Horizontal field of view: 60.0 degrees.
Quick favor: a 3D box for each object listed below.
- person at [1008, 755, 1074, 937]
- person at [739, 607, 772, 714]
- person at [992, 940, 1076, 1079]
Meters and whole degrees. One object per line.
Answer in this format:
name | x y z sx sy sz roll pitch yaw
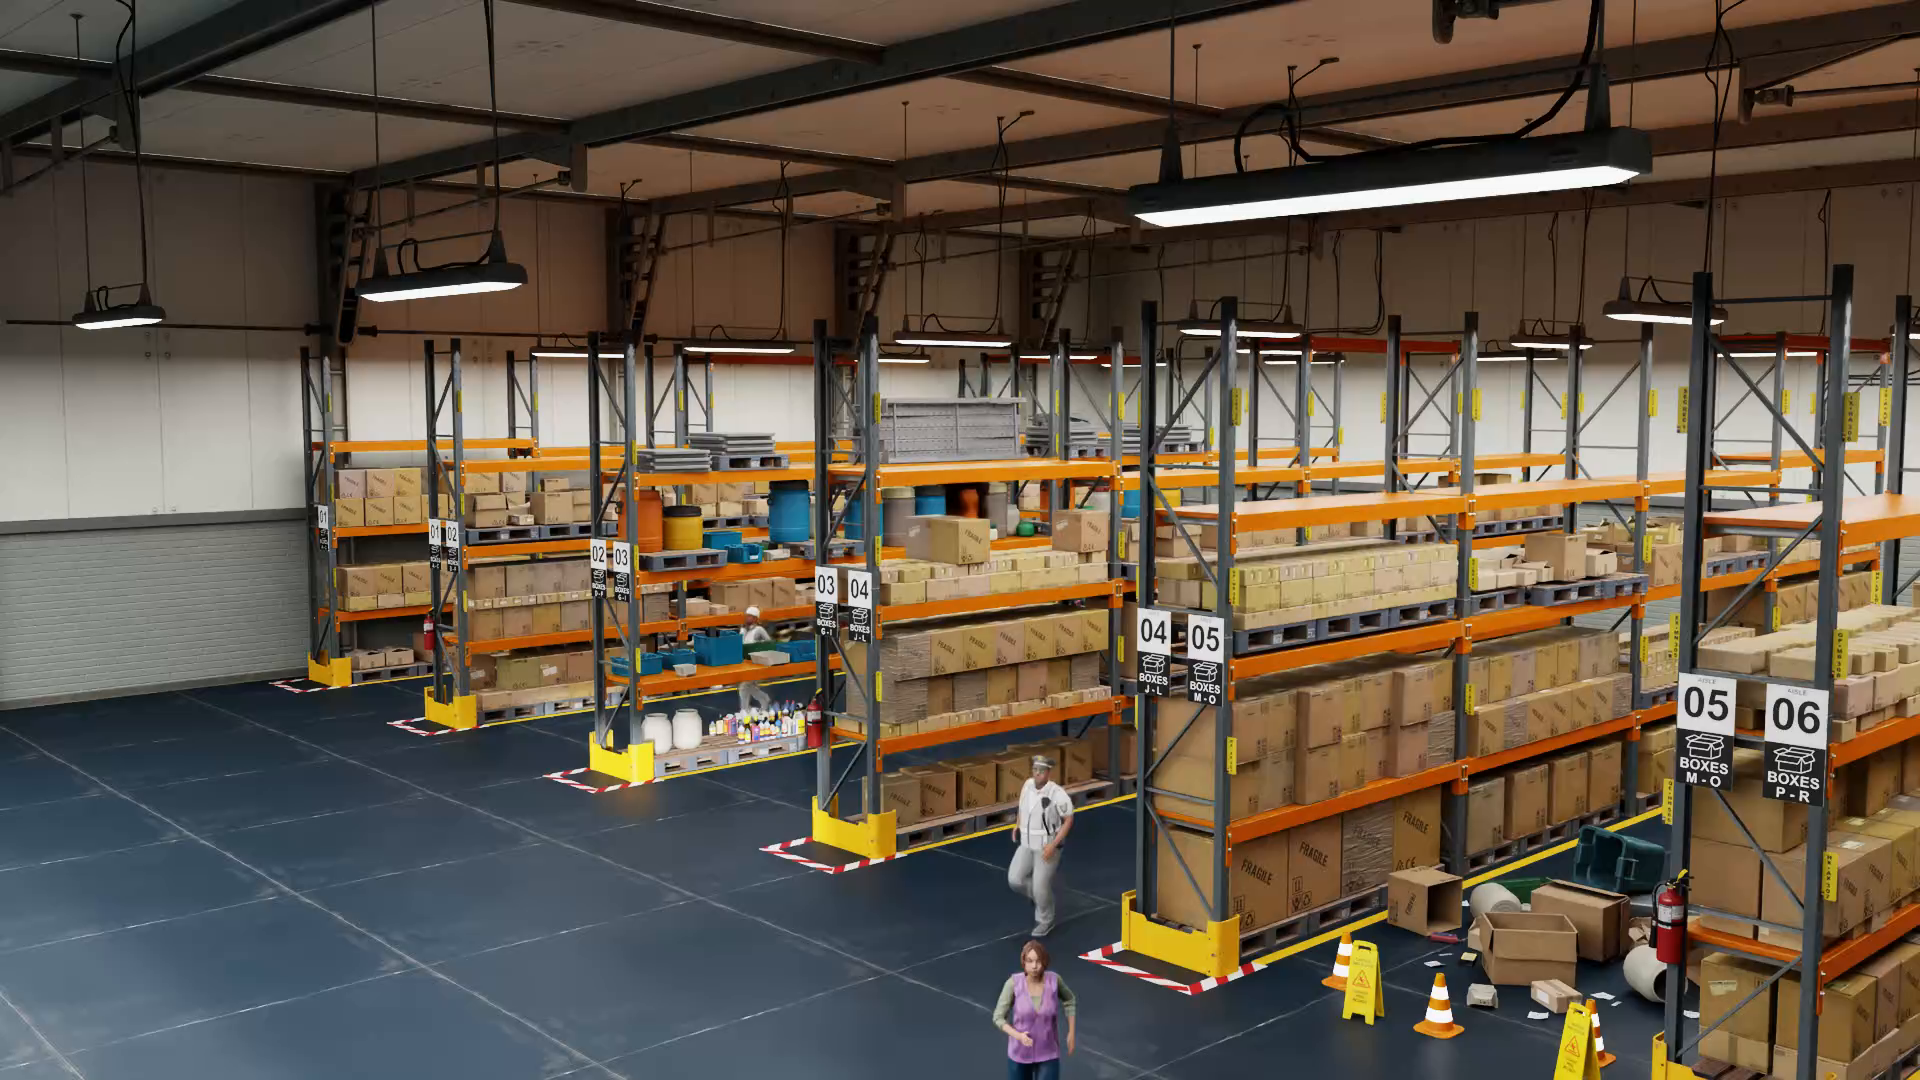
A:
person | 0.742 2.910 15.897 0.693 1.742 0.518 5 7 42
person | -3.232 1.914 25.879 0.665 1.760 0.821 5 7 42
person | 0.490 3.414 10.919 0.557 1.617 0.758 0 5 1
